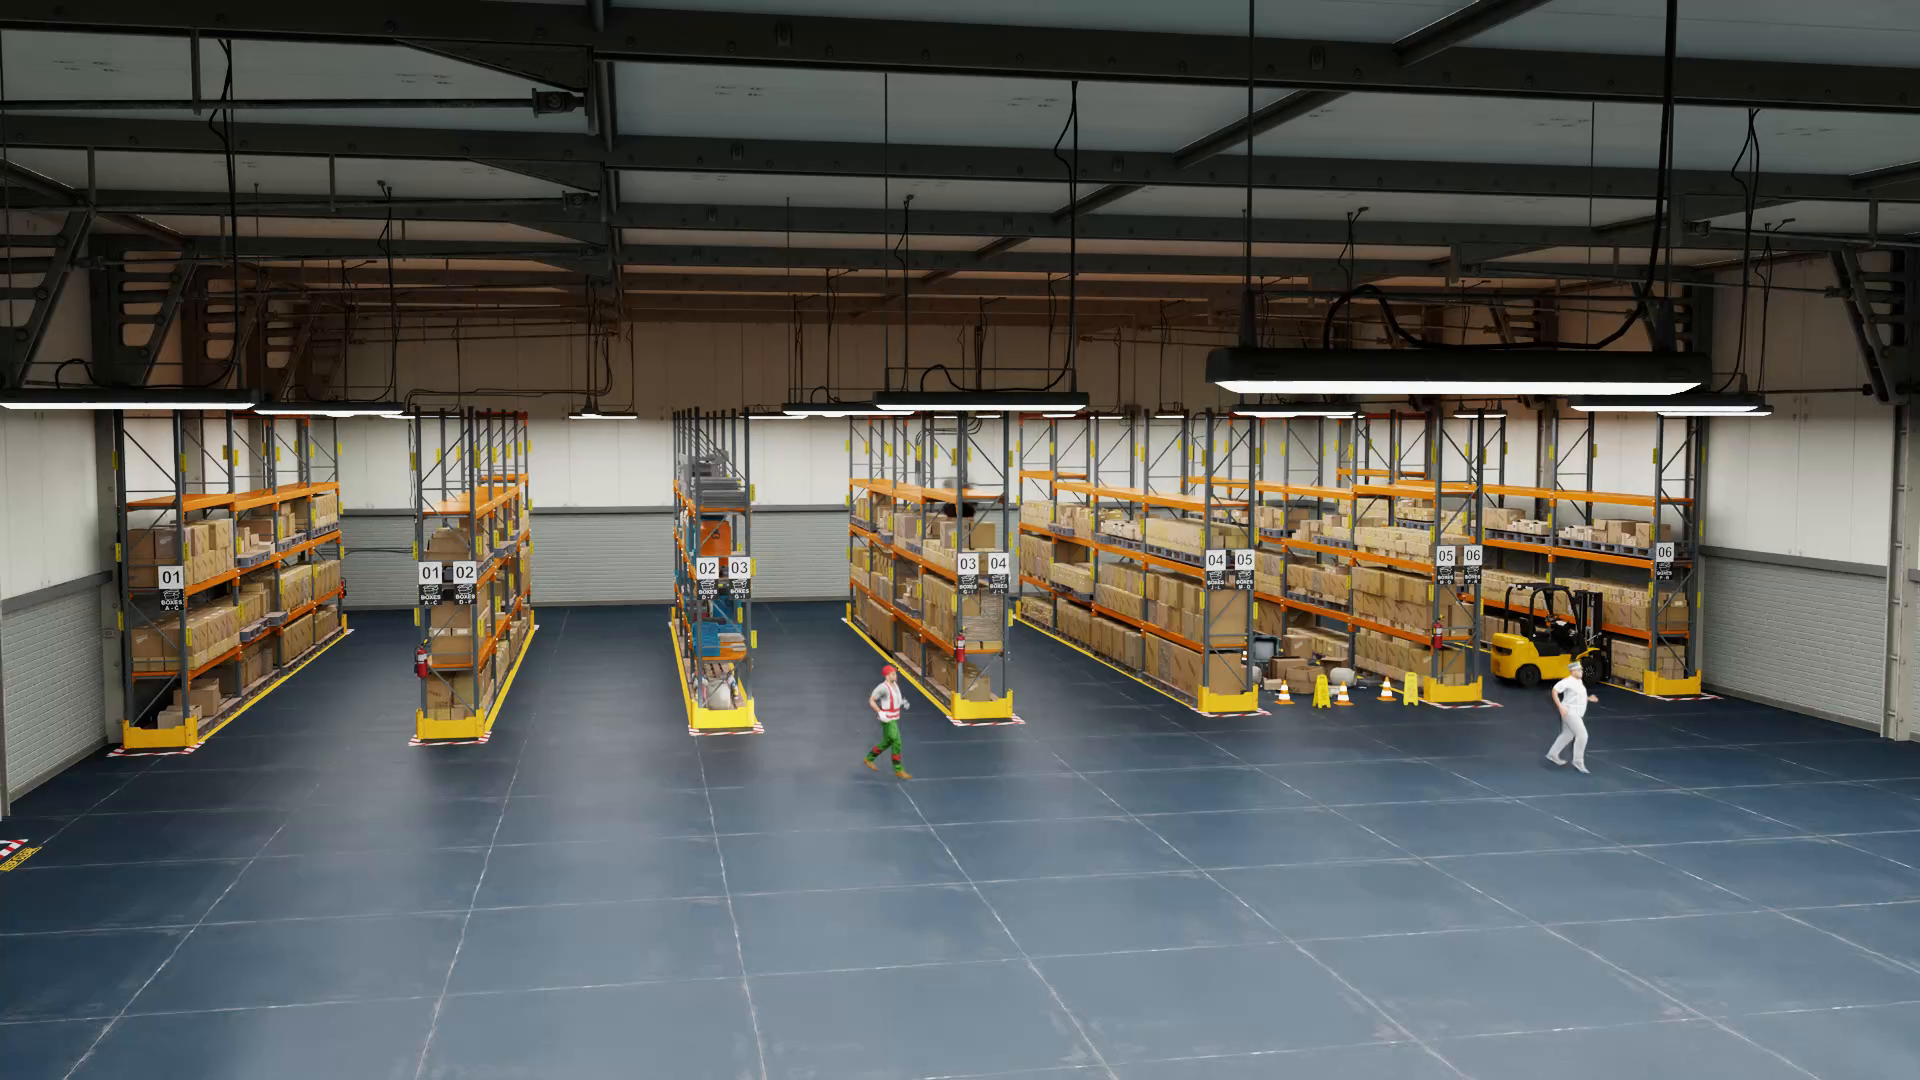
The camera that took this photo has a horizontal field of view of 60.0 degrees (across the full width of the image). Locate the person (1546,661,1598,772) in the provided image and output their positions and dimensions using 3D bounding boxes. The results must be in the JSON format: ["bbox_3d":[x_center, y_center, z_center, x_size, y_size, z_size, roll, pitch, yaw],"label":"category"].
[{"bbox_3d":[10.100,2.904,27.432,0.786,1.853,0.643,3,5,32],"label":"person"}]

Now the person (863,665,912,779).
[{"bbox_3d":[-1.161,2.900,26.737,0.900,1.796,0.641,2,4,20],"label":"person"}]

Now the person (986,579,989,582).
[{"bbox_3d":[0.967,1.682,46.072,0.588,1.589,0.875,0,4,-5],"label":"person"}]
